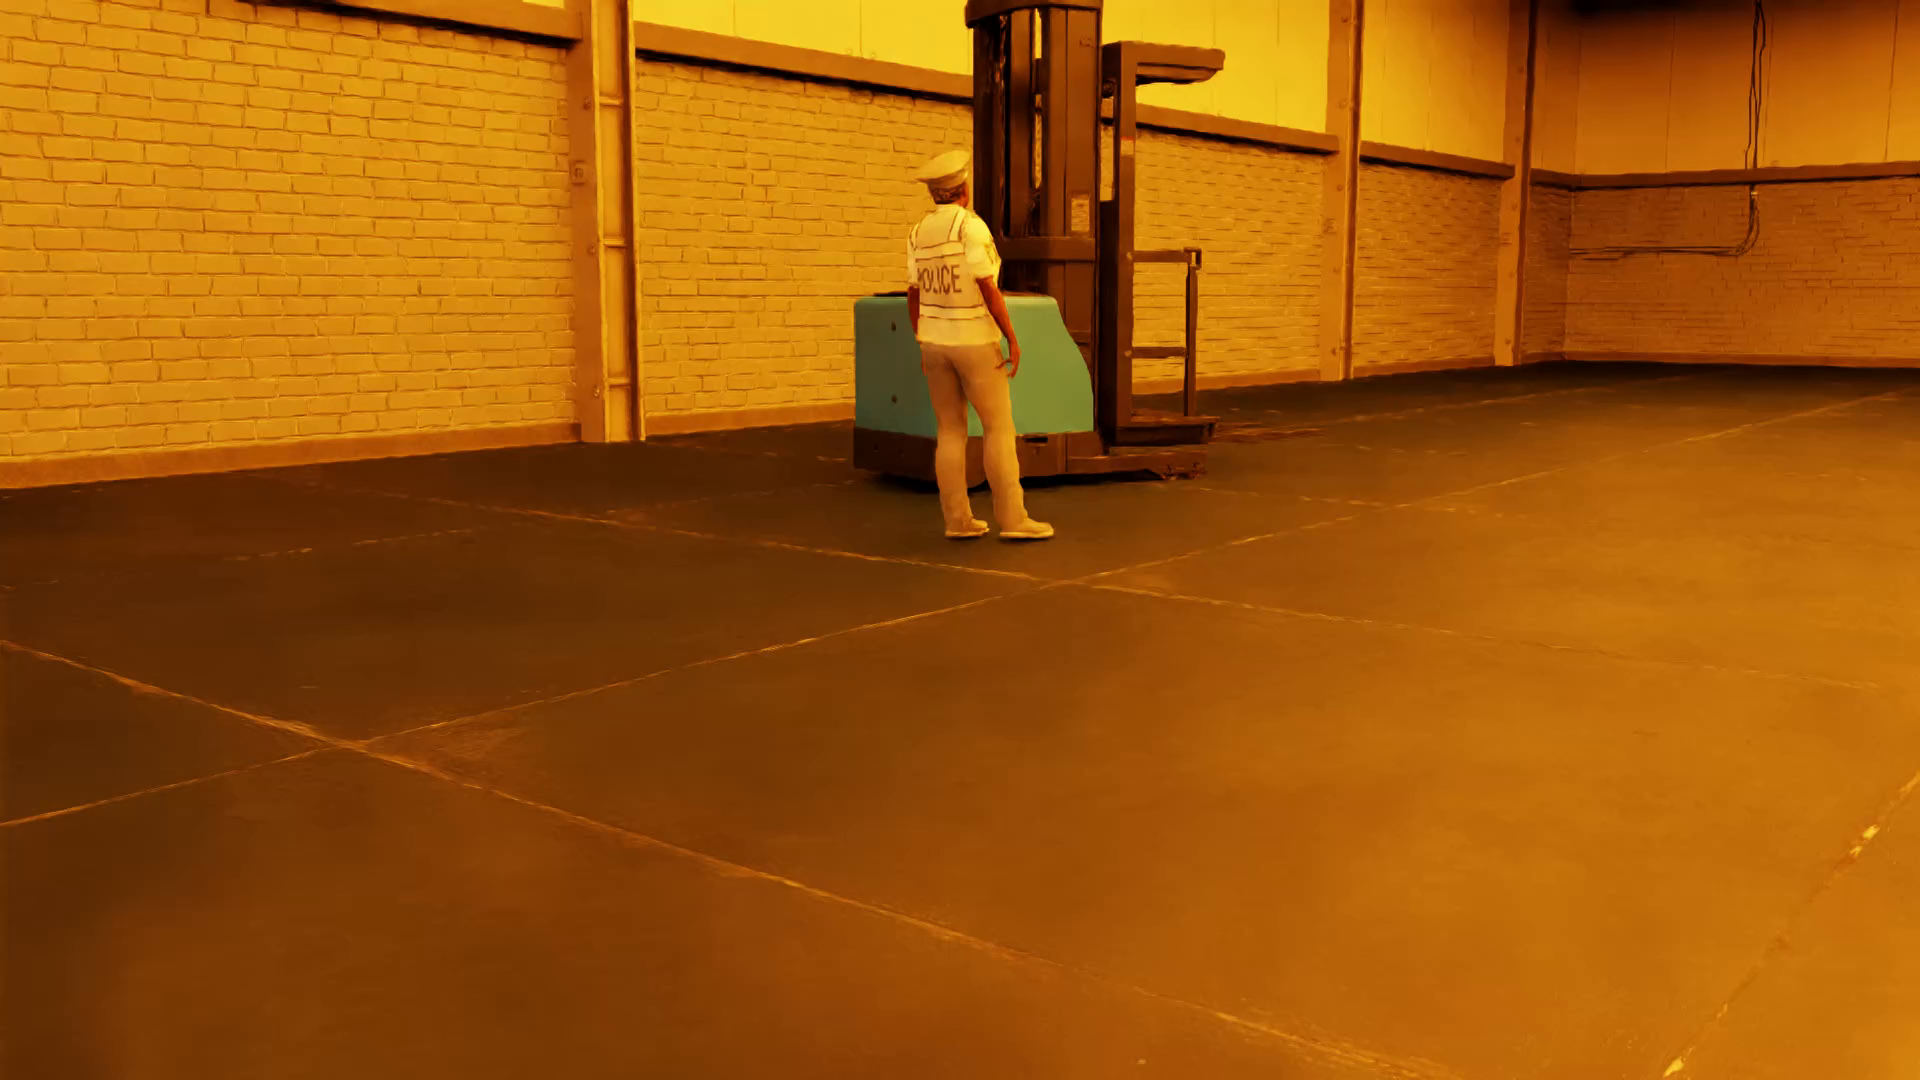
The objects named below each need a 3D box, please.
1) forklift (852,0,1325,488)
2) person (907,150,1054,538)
[{"bbox_3d":[0.890,-1.871,10.068,3.031,2.935,1.130,-5,10,-31],"label":"forklift"},{"bbox_3d":[0.062,-0.852,7.327,0.570,1.693,0.529,7,11,38],"label":"person"}]
